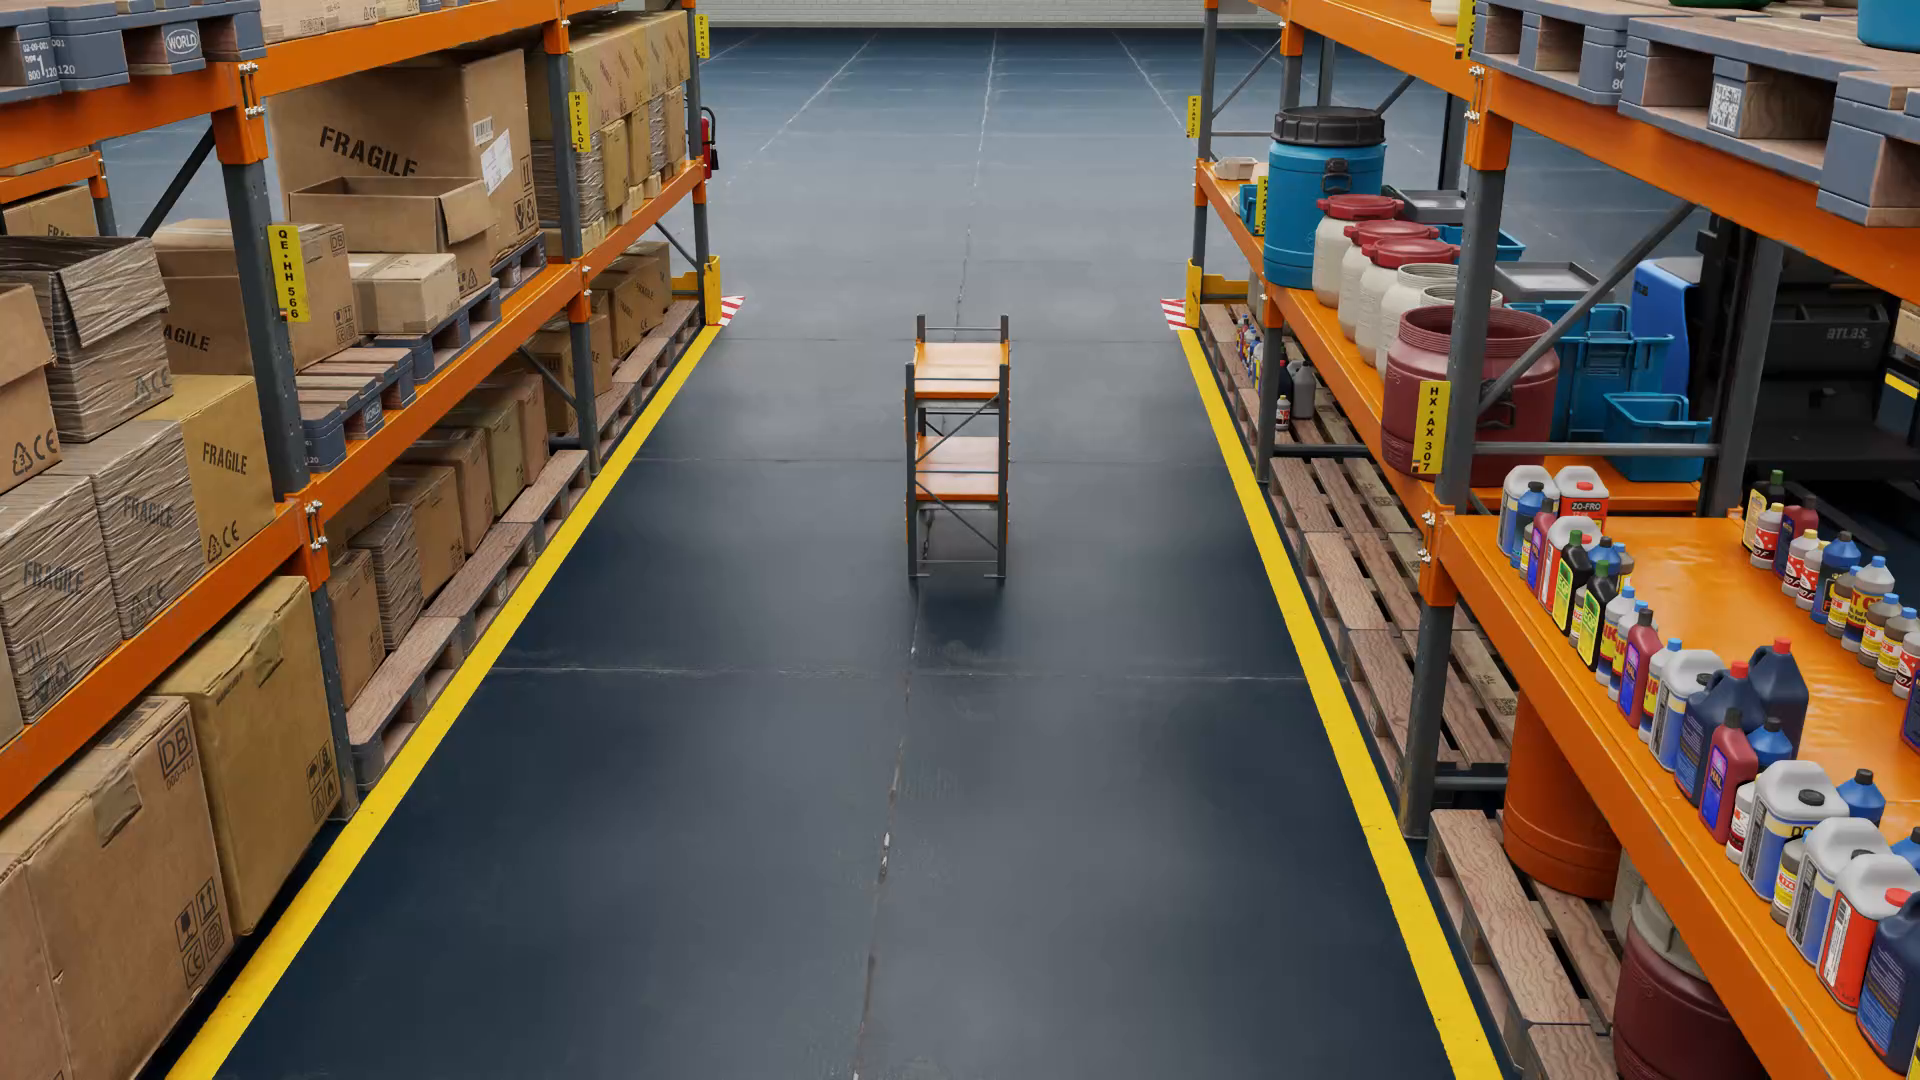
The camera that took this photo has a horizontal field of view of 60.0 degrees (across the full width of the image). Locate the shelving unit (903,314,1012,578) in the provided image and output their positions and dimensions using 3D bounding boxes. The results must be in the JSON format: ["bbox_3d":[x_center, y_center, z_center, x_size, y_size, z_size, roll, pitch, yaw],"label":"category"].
[{"bbox_3d":[0.000,-0.522,8.819,0.538,1.125,1.048,1,21,2],"label":"shelving unit"}]

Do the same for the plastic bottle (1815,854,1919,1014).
[{"bbox_3d":[1.740,0.743,3.140,0.152,0.276,0.135,1,21,2],"label":"plastic bottle"}]

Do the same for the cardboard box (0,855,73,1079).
[{"bbox_3d":[-2.900,1.331,3.809,1.225,0.875,0.875,0,21,0],"label":"cardboard box"}]

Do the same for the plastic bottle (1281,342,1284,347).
[{"bbox_3d":[2.131,-1.166,11.034,0.061,0.283,0.133,1,21,2],"label":"plastic bottle"}]

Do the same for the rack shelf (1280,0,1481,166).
[{"bbox_3d":[2.207,-2.087,7.109,1.077,0.370,4.000,1,21,2],"label":"rack shelf"}]

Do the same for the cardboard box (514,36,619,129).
[{"bbox_3d":[-2.401,-2.794,10.151,0.500,0.500,0.500,1,21,2],"label":"cardboard box"}]

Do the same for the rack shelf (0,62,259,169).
[{"bbox_3d":[-2.865,-0.695,3.522,1.077,0.370,4.000,1,21,2],"label":"rack shelf"}]

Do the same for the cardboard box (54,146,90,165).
[{"bbox_3d":[-7.481,-3.274,13.114,0.875,0.550,0.550,1,21,2],"label":"cardboard box"}]

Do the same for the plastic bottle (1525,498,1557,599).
[{"bbox_3d":[1.755,0.025,4.980,0.061,0.283,0.133,1,21,2],"label":"plastic bottle"}]

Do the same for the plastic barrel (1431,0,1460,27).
[{"bbox_3d":[1.952,-2.097,6.332,0.301,0.262,0.301,0,21,0],"label":"plastic barrel"}]

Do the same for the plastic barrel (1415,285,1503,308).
[{"bbox_3d":[1.964,-0.727,6.602,0.421,0.512,0.421,0,21,0],"label":"plastic barrel"}]

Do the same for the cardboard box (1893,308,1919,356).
[{"bbox_3d":[7.075,-1.498,11.965,0.500,0.250,0.500,1,21,2],"label":"cardboard box"}]

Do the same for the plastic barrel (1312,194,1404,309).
[{"bbox_3d":[2.020,-1.467,8.475,0.433,0.535,0.433,0,21,0],"label":"plastic barrel"}]

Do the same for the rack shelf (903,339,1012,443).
[{"bbox_3d":[0.000,-0.795,8.713,0.538,0.278,1.000,1,21,2],"label":"rack shelf"}]

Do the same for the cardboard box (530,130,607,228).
[{"bbox_3d":[-2.607,-2.149,9.871,0.875,0.500,0.500,1,21,2],"label":"cardboard box"}]

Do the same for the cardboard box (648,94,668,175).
[{"bbox_3d":[-2.559,-2.872,11.735,0.875,0.500,0.500,1,21,2],"label":"cardboard box"}]

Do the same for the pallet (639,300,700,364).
[{"bbox_3d":[-2.623,-1.627,12.931,1.003,0.211,1.213,1,21,2],"label":"pallet"}]

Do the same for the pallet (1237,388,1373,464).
[{"bbox_3d":[2.330,-0.690,10.514,1.003,0.211,1.213,1,21,2],"label":"pallet"}]

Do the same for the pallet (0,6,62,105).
[{"bbox_3d":[-2.802,-1.028,3.646,1.003,0.211,1.213,2,21,4],"label":"pallet"}]

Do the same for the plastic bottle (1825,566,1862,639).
[{"bbox_3d":[2.523,0.173,4.711,0.097,0.201,0.097,0,21,0],"label":"plastic bottle"}]

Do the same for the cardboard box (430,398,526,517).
[{"bbox_3d":[-2.756,-0.447,8.883,0.700,0.500,0.500,1,21,1],"label":"cardboard box"}]

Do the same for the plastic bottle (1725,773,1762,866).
[{"bbox_3d":[1.728,0.603,3.604,0.097,0.201,0.097,0,21,0],"label":"plastic bottle"}]

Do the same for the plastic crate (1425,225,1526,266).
[{"bbox_3d":[2.546,-1.338,8.351,0.392,0.384,0.575,1,21,2],"label":"plastic crate"}]

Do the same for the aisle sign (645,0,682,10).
[{"bbox_3d":[-2.259,-4.479,12.832,0.394,0.787,0.004,1,21,2],"label":"aisle sign"}]

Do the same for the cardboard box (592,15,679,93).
[{"bbox_3d":[-2.340,-3.517,12.015,0.500,0.500,0.500,1,21,2],"label":"cardboard box"}]

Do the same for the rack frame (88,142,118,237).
[{"bbox_3d":[-7.515,-3.339,13.488,1.000,3.000,0.127,1,21,2],"label":"rack frame"}]

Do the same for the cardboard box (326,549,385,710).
[{"bbox_3d":[-2.804,0.362,6.796,0.700,0.500,0.500,0,21,-1],"label":"cardboard box"}]

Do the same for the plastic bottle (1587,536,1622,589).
[{"bbox_3d":[1.826,0.122,4.747,0.097,0.271,0.097,0,21,0],"label":"plastic bottle"}]

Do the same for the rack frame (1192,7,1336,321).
[{"bbox_3d":[2.390,-3.193,13.113,1.000,3.000,0.127,1,21,2],"label":"rack frame"}]

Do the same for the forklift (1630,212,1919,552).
[{"bbox_3d":[4.883,-1.654,9.240,1.130,2.935,3.031,0,21,-1],"label":"forklift"}]

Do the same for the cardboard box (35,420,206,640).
[{"bbox_3d":[-2.592,-0.041,4.849,0.500,0.500,0.500,0,21,1],"label":"cardboard box"}]

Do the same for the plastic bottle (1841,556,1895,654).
[{"bbox_3d":[2.520,0.176,4.607,0.097,0.271,0.097,0,21,0],"label":"plastic bottle"}]

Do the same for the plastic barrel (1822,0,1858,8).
[{"bbox_3d":[2.260,-1.441,4.061,0.301,0.262,0.301,0,21,0],"label":"plastic barrel"}]

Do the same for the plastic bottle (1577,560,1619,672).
[{"bbox_3d":[1.740,0.205,4.515,0.061,0.283,0.133,1,21,2],"label":"plastic bottle"}]

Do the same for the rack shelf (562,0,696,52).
[{"bbox_3d":[-2.622,-3.588,10.977,1.077,0.370,4.000,1,21,2],"label":"rack shelf"}]

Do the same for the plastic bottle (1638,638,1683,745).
[{"bbox_3d":[1.744,0.371,4.104,0.097,0.271,0.097,0,21,0],"label":"plastic bottle"}]

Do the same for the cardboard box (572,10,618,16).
[{"bbox_3d":[-2.850,-3.704,12.496,0.500,0.500,0.500,1,21,2],"label":"cardboard box"}]

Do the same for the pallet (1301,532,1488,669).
[{"bbox_3d":[2.249,0.279,8.017,1.003,0.211,1.213,1,21,2],"label":"pallet"}]

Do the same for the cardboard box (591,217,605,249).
[{"bbox_3d":[-2.355,-1.849,9.996,0.380,0.149,0.250,1,21,2],"label":"cardboard box"}]

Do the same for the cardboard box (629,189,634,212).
[{"bbox_3d":[-2.362,-2.211,10.929,0.380,0.149,0.250,1,21,2],"label":"cardboard box"}]

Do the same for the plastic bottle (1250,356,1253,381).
[{"bbox_3d":[2.001,-1.172,11.162,0.097,0.201,0.097,0,21,0],"label":"plastic bottle"}]

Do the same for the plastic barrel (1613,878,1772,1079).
[{"bbox_3d":[2.114,1.213,4.509,0.600,0.588,0.708,1,21,2],"label":"plastic barrel"}]

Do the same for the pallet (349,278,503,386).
[{"bbox_3d":[-2.785,-0.982,7.679,1.003,0.211,1.213,1,21,2],"label":"pallet"}]

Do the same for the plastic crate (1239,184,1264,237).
[{"bbox_3d":[2.030,-2.081,10.451,0.499,0.251,0.616,1,21,2],"label":"plastic crate"}]

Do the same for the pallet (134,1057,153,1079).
[{"bbox_3d":[-2.943,1.669,4.436,1.003,0.211,1.213,1,21,2],"label":"pallet"}]

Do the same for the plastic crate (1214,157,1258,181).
[{"bbox_3d":[2.041,-2.751,12.336,0.298,0.136,0.250,1,21,2],"label":"plastic crate"}]

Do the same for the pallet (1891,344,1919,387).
[{"bbox_3d":[7.320,-1.121,11.625,1.003,0.211,1.213,1,21,2],"label":"pallet"}]

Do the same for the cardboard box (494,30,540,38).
[{"bbox_3d":[-2.914,-2.980,10.632,0.500,0.500,0.500,1,21,2],"label":"cardboard box"}]

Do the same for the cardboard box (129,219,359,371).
[{"bbox_3d":[-2.911,-0.996,6.732,0.700,0.500,0.500,4,22,10],"label":"cardboard box"}]

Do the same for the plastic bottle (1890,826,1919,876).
[{"bbox_3d":[1.870,0.691,3.280,0.097,0.271,0.097,0,21,0],"label":"plastic bottle"}]

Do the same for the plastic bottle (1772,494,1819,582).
[{"bbox_3d":[2.554,-0.012,5.075,0.061,0.283,0.133,1,21,2],"label":"plastic bottle"}]

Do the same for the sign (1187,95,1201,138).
[{"bbox_3d":[1.840,-3.330,13.082,0.100,0.325,0.005,1,21,2],"label":"sign"}]

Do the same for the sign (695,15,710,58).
[{"bbox_3d":[-2.007,-3.922,12.952,0.100,0.325,0.005,1,21,2],"label":"sign"}]

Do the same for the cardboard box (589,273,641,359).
[{"bbox_3d":[-2.618,-1.610,11.907,0.500,0.500,0.500,3,21,7],"label":"cardboard box"}]

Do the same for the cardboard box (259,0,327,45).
[{"bbox_3d":[-2.535,-1.851,5.714,0.500,0.250,0.500,1,21,3],"label":"cardboard box"}]

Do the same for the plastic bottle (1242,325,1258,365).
[{"bbox_3d":[2.013,-1.351,11.527,0.097,0.271,0.097,0,21,0],"label":"plastic bottle"}]

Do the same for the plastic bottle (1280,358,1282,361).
[{"bbox_3d":[2.006,-1.023,10.572,0.144,0.351,0.185,0,21,-1],"label":"plastic bottle"}]
